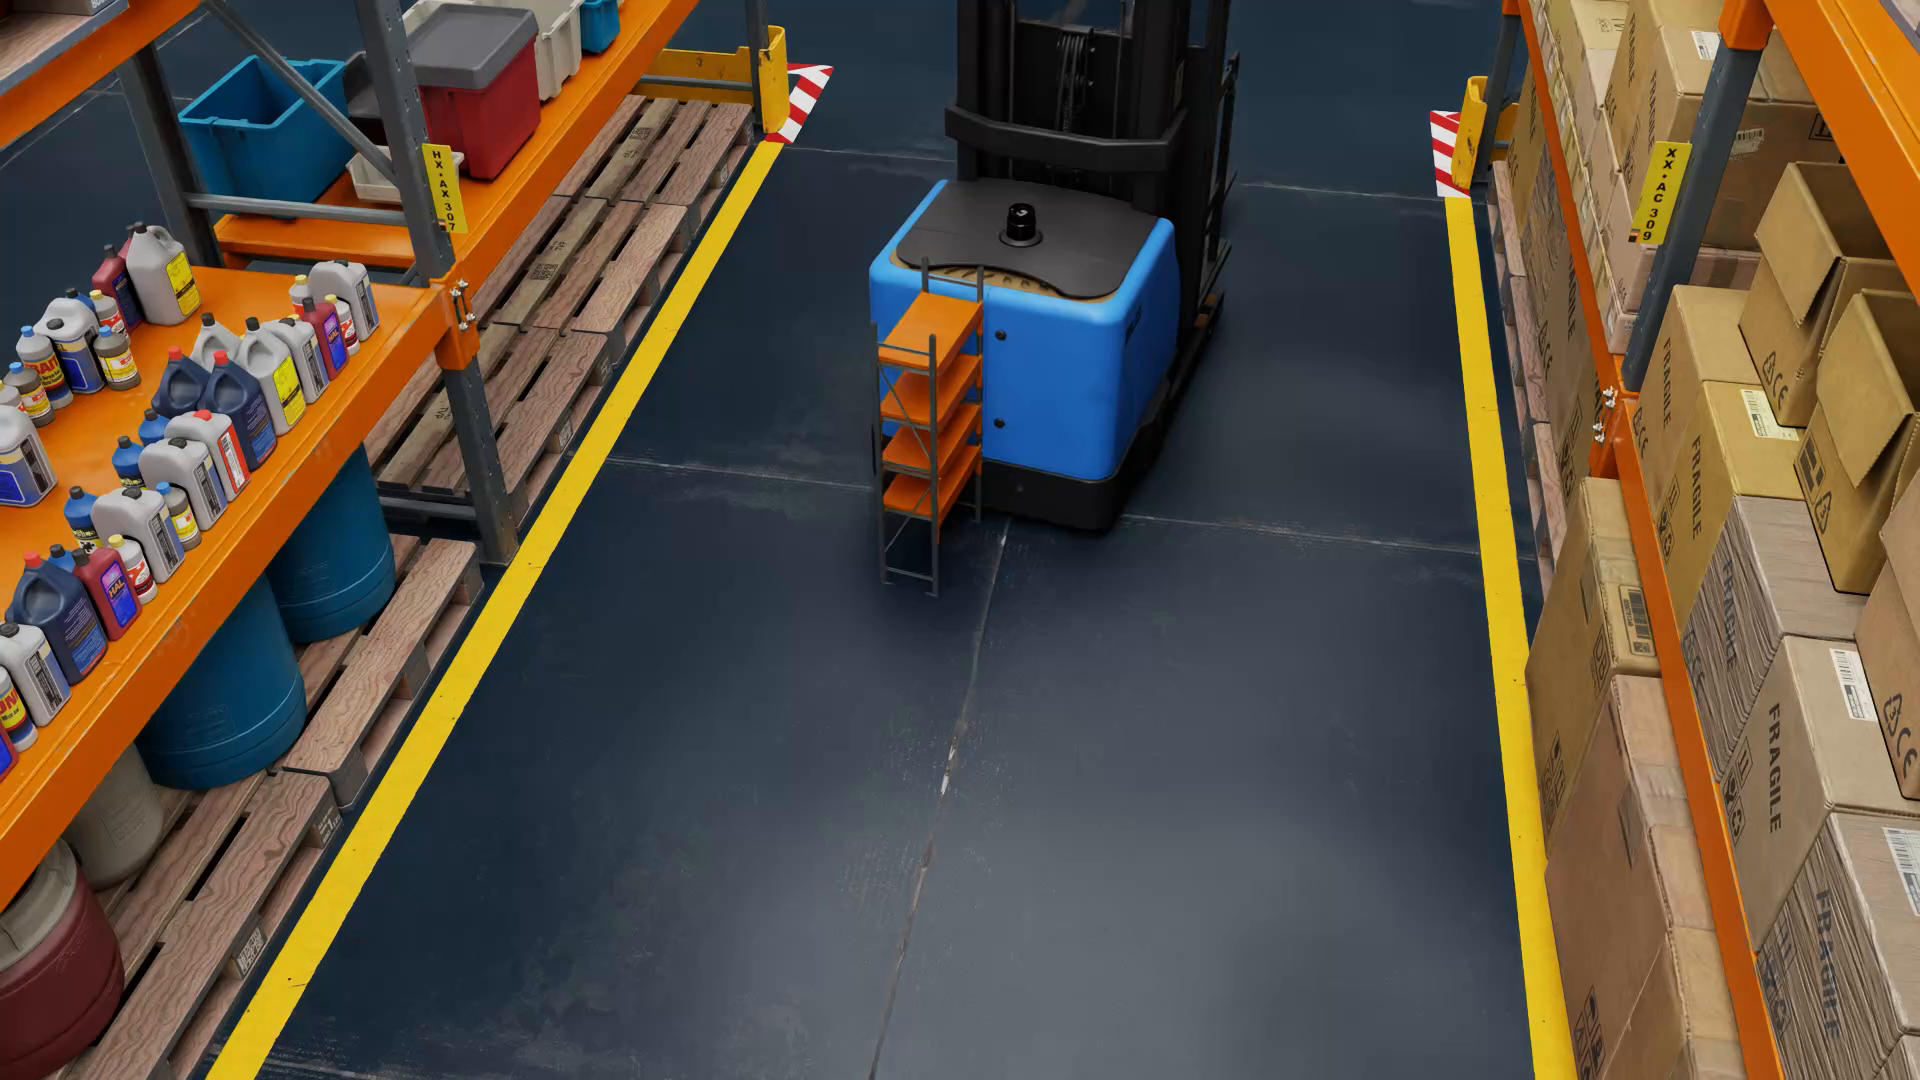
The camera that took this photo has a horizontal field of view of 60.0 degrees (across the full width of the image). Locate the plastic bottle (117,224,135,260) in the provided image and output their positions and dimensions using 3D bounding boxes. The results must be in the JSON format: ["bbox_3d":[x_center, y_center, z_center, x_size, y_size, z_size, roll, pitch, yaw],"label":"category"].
[{"bbox_3d":[-2.761,-0.909,5.588,0.061,0.283,0.133,6,40,8],"label":"plastic bottle"}]

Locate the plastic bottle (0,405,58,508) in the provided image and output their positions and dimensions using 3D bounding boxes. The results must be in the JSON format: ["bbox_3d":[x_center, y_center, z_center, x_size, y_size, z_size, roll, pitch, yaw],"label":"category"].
[{"bbox_3d":[-2.743,-0.243,4.788,0.152,0.276,0.135,6,40,8],"label":"plastic bottle"}]

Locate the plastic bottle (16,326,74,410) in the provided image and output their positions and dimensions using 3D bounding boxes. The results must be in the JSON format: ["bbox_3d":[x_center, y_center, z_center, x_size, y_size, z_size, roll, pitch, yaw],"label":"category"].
[{"bbox_3d":[-2.843,-0.540,5.150,0.097,0.271,0.097,0,40,0],"label":"plastic bottle"}]

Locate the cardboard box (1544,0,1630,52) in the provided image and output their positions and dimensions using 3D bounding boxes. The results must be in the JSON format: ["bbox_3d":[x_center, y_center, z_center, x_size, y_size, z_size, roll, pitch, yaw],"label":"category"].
[{"bbox_3d":[2.770,-2.245,6.996,0.500,0.250,0.500,5,40,6],"label":"cardboard box"}]

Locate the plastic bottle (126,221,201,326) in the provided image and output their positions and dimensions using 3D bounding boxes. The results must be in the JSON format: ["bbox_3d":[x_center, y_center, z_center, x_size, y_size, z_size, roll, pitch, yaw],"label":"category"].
[{"bbox_3d":[-2.665,-0.908,5.533,0.144,0.351,0.185,6,40,8],"label":"plastic bottle"}]

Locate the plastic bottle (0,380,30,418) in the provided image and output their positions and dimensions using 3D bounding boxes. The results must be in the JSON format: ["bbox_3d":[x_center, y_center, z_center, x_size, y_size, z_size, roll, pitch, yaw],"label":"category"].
[{"bbox_3d":[-2.877,-0.391,5.025,0.097,0.201,0.097,0,40,0],"label":"plastic bottle"}]

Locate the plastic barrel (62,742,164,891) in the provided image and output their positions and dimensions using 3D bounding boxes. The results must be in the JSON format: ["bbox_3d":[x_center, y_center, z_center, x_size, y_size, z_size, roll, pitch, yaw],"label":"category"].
[{"bbox_3d":[-2.697,0.788,5.066,0.421,0.512,0.421,0,40,0],"label":"plastic barrel"}]

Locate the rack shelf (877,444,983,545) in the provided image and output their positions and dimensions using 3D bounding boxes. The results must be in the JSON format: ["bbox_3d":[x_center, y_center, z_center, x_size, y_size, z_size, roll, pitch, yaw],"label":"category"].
[{"bbox_3d":[-0.112,-0.208,6.477,0.258,0.148,0.480,13,41,16],"label":"rack shelf"}]

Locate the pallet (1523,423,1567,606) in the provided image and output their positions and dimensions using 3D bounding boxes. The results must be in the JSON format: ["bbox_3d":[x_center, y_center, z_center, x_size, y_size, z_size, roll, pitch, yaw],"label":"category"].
[{"bbox_3d":[2.809,0.015,6.567,1.003,0.211,1.213,6,40,8],"label":"pallet"}]

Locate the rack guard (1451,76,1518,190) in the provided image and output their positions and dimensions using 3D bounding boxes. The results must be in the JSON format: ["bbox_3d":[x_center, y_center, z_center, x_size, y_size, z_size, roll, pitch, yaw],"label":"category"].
[{"bbox_3d":[3.297,-2.153,8.962,1.175,0.500,0.348,6,40,8],"label":"rack guard"}]

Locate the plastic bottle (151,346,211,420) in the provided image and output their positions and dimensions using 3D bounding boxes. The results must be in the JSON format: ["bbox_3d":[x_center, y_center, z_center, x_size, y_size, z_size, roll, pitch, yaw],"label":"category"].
[{"bbox_3d":[-2.288,-0.405,4.925,0.144,0.351,0.185,6,40,8],"label":"plastic bottle"}]

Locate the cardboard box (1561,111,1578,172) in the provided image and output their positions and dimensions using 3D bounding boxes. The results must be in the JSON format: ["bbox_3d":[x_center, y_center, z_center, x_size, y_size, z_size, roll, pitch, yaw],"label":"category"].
[{"bbox_3d":[2.553,-1.529,6.442,0.380,0.149,0.250,6,40,7],"label":"cardboard box"}]

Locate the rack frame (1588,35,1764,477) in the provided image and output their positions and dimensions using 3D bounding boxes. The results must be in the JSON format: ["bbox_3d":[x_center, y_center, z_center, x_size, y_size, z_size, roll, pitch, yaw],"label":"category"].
[{"bbox_3d":[2.601,-0.591,5.111,1.000,3.000,0.127,6,40,8],"label":"rack frame"}]

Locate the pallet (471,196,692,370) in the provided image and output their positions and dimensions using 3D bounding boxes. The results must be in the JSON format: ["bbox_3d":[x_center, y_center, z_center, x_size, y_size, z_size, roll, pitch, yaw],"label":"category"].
[{"bbox_3d":[-1.980,-1.296,8.152,1.003,0.211,1.213,6,40,8],"label":"pallet"}]

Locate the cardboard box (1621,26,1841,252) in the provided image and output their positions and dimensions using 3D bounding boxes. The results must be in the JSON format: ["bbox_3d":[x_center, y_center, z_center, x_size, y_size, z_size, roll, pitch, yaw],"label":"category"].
[{"bbox_3d":[2.417,-1.255,5.210,0.500,0.500,0.500,7,40,9],"label":"cardboard box"}]

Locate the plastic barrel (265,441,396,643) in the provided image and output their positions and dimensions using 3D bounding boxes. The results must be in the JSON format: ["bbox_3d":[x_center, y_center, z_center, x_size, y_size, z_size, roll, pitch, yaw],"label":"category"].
[{"bbox_3d":[-2.389,-0.151,5.896,0.600,0.901,0.708,6,40,8],"label":"plastic barrel"}]

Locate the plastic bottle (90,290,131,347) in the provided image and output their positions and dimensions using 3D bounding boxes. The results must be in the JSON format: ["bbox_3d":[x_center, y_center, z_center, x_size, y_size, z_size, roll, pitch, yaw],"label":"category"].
[{"bbox_3d":[-2.786,-0.720,5.422,0.097,0.201,0.097,0,40,0],"label":"plastic bottle"}]

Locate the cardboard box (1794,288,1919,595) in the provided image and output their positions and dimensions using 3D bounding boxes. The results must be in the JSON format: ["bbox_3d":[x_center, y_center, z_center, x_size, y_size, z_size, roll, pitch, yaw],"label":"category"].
[{"bbox_3d":[2.368,-0.185,3.754,0.797,0.503,0.637,7,40,8],"label":"cardboard box"}]

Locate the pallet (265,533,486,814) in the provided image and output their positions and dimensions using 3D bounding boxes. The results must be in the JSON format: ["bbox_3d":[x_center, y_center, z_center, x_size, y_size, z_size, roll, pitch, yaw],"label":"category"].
[{"bbox_3d":[-2.452,0.417,6.080,1.003,0.211,1.213,6,40,8],"label":"pallet"}]

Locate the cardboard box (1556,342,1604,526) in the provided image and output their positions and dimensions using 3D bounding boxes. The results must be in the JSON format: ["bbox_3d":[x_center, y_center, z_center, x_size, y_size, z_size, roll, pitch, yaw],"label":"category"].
[{"bbox_3d":[2.794,-0.340,6.145,0.875,0.875,0.875,6,40,8],"label":"cardboard box"}]

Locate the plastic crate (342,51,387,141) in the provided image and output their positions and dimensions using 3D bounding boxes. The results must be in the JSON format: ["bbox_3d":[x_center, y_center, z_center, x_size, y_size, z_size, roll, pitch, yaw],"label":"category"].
[{"bbox_3d":[-2.349,-1.787,6.726,0.437,0.125,0.590,6,40,8],"label":"plastic crate"}]

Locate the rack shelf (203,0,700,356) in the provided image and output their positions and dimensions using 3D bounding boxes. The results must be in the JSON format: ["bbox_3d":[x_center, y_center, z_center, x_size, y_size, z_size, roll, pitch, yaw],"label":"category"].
[{"bbox_3d":[-1.932,-2.115,7.519,1.077,0.370,4.000,6,40,8],"label":"rack shelf"}]

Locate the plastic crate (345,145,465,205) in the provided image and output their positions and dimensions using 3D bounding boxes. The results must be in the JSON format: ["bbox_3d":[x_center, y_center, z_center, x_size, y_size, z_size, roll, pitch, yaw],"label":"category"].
[{"bbox_3d":[-2.056,-1.335,6.171,0.396,0.136,0.243,6,40,8],"label":"plastic crate"}]

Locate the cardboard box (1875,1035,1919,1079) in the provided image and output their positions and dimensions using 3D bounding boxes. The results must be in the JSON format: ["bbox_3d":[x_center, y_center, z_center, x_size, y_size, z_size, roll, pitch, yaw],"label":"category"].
[{"bbox_3d":[1.842,1.231,2.828,0.500,0.500,0.500,6,40,7],"label":"cardboard box"}]

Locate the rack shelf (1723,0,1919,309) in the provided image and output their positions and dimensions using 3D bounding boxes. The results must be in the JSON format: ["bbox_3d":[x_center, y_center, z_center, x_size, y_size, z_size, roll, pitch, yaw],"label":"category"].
[{"bbox_3d":[2.254,-0.215,2.867,1.077,0.370,4.000,6,40,8],"label":"rack shelf"}]

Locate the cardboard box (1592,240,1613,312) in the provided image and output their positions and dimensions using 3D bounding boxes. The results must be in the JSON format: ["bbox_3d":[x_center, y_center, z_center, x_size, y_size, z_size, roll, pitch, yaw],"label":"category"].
[{"bbox_3d":[2.375,-0.884,5.662,0.380,0.149,0.250,7,40,9],"label":"cardboard box"}]

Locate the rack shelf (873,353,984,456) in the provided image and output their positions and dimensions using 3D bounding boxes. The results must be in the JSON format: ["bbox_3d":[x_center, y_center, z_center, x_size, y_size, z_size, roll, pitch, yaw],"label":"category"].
[{"bbox_3d":[-0.112,-0.533,6.208,0.258,0.148,0.480,13,41,16],"label":"rack shelf"}]

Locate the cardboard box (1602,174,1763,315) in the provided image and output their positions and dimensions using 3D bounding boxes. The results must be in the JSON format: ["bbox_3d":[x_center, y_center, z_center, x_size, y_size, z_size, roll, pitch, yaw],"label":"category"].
[{"bbox_3d":[2.418,-0.954,5.434,0.500,0.250,0.500,6,40,7],"label":"cardboard box"}]

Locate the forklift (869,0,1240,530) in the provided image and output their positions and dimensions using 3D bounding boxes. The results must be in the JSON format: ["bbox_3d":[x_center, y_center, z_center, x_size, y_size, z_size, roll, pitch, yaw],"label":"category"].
[{"bbox_3d":[0.624,-2.116,7.009,1.130,2.935,3.031,13,41,16],"label":"forklift"}]

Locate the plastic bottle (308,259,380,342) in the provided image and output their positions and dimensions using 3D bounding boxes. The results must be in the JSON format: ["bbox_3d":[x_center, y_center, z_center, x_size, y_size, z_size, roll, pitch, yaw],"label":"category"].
[{"bbox_3d":[-2.027,-0.807,5.469,0.152,0.276,0.135,6,40,8],"label":"plastic bottle"}]

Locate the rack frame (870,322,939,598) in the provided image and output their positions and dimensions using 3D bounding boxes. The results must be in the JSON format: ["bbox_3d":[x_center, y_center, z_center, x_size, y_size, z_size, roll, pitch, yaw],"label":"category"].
[{"bbox_3d":[-0.197,-0.267,6.131,0.240,1.200,0.015,13,41,16],"label":"rack frame"}]

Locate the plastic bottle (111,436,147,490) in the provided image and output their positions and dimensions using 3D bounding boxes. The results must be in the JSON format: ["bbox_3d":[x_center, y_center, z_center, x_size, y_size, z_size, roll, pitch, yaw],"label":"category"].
[{"bbox_3d":[-2.327,-0.177,4.711,0.097,0.271,0.097,0,40,0],"label":"plastic bottle"}]

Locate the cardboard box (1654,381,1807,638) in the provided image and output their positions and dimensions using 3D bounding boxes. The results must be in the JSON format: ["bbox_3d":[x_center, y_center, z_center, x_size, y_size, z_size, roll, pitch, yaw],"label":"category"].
[{"bbox_3d":[2.189,-0.053,4.382,0.500,0.500,0.500,6,40,8],"label":"cardboard box"}]

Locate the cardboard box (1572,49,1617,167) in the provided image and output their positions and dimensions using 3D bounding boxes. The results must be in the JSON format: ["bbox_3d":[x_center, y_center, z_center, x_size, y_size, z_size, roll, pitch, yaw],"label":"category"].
[{"bbox_3d":[2.594,-1.600,6.215,0.500,0.250,0.500,7,40,9],"label":"cardboard box"}]

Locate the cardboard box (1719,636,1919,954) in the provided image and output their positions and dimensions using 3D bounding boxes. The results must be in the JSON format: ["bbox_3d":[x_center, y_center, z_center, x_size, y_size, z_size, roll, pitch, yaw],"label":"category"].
[{"bbox_3d":[2.017,0.586,3.609,0.500,0.500,0.500,7,40,9],"label":"cardboard box"}]

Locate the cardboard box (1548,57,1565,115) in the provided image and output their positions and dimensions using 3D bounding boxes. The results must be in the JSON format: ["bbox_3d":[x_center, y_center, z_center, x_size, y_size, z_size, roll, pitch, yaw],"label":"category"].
[{"bbox_3d":[2.641,-1.853,6.834,0.380,0.149,0.250,5,40,7],"label":"cardboard box"}]

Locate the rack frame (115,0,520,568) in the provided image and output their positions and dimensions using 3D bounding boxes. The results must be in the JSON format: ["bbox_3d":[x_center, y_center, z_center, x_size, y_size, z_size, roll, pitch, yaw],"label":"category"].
[{"bbox_3d":[-2.278,-1.138,5.772,1.000,3.000,0.127,6,40,8],"label":"rack frame"}]

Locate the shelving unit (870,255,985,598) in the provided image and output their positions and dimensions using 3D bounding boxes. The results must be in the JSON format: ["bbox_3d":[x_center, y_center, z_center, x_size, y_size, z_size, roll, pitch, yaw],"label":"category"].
[{"bbox_3d":[-0.112,-0.413,6.308,0.258,1.200,0.503,13,41,16],"label":"shelving unit"}]

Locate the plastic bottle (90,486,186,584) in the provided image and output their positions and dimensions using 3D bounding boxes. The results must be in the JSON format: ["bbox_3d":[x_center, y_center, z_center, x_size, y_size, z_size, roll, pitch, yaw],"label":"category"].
[{"bbox_3d":[-2.241,-0.031,4.531,0.152,0.276,0.135,6,40,8],"label":"plastic bottle"}]

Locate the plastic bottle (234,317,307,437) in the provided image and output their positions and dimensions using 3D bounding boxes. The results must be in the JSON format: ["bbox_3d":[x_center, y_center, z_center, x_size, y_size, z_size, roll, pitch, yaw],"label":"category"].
[{"bbox_3d":[-2.114,-0.506,5.046,0.144,0.351,0.185,6,40,8],"label":"plastic bottle"}]

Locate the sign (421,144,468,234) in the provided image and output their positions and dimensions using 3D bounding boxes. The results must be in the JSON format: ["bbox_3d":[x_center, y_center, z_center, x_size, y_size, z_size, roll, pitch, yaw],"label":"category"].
[{"bbox_3d":[-1.736,-1.182,5.609,0.100,0.325,0.005,6,40,8],"label":"sign"}]

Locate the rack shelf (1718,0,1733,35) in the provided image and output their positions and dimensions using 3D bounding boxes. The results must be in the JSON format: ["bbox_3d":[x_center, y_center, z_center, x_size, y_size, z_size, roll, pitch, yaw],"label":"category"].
[{"bbox_3d":[2.947,-2.725,5.903,1.077,0.370,4.000,6,40,8],"label":"rack shelf"}]

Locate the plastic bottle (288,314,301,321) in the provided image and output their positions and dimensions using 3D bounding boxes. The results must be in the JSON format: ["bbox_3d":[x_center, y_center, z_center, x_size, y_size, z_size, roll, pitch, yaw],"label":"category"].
[{"bbox_3d":[-2.104,-0.625,5.308,0.097,0.201,0.097,0,40,0],"label":"plastic bottle"}]

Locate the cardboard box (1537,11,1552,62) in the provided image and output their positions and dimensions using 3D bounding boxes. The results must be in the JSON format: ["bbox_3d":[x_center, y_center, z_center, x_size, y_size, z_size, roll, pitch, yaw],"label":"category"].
[{"bbox_3d":[2.730,-2.173,7.222,0.380,0.149,0.250,6,40,7],"label":"cardboard box"}]

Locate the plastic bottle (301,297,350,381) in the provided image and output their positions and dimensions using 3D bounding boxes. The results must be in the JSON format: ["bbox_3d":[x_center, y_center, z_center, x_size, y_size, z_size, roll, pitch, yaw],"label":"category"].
[{"bbox_3d":[-2.023,-0.659,5.285,0.061,0.283,0.133,6,40,8],"label":"plastic bottle"}]

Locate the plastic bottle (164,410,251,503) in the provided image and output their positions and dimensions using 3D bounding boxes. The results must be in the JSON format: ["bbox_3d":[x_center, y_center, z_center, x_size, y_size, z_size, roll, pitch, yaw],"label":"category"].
[{"bbox_3d":[-2.178,-0.261,4.809,0.152,0.276,0.135,6,40,8],"label":"plastic bottle"}]

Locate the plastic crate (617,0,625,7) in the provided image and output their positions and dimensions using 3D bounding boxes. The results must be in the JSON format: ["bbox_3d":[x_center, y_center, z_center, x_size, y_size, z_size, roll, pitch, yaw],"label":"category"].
[{"bbox_3d":[-1.670,-2.492,7.570,0.298,0.136,0.250,6,40,8],"label":"plastic crate"}]

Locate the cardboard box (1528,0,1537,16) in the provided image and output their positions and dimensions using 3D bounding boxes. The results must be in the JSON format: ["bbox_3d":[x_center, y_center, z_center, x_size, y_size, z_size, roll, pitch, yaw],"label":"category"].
[{"bbox_3d":[2.819,-2.497,7.613,0.380,0.149,0.250,6,40,7],"label":"cardboard box"}]

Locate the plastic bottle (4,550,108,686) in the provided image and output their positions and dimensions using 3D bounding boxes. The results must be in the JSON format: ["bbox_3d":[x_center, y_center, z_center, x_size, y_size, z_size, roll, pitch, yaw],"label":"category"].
[{"bbox_3d":[-2.305,0.186,4.210,0.144,0.351,0.185,6,40,8],"label":"plastic bottle"}]

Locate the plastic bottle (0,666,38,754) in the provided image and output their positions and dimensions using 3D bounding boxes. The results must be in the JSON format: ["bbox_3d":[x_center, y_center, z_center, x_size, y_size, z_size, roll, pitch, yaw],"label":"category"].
[{"bbox_3d":[-2.330,0.392,4.023,0.097,0.271,0.097,0,40,0],"label":"plastic bottle"}]

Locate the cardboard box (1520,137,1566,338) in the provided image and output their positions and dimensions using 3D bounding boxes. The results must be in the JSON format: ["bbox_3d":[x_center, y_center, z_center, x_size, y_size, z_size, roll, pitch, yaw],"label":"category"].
[{"bbox_3d":[3.103,-1.463,7.504,0.875,0.875,0.875,6,40,8],"label":"cardboard box"}]

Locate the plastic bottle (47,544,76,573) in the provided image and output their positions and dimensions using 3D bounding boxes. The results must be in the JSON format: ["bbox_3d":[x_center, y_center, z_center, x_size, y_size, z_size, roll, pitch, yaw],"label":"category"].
[{"bbox_3d":[-2.318,0.124,4.347,0.097,0.271,0.097,0,40,0],"label":"plastic bottle"}]

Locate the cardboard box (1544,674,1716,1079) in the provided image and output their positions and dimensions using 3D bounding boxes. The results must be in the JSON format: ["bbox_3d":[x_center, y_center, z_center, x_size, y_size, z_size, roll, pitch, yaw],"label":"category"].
[{"bbox_3d":[2.356,1.030,4.488,1.225,0.875,0.875,5,40,6],"label":"cardboard box"}]

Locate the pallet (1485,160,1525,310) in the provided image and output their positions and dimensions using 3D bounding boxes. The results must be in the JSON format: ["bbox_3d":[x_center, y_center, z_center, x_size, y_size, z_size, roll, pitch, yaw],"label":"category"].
[{"bbox_3d":[3.231,-1.517,8.419,1.003,0.211,1.213,6,40,8],"label":"pallet"}]
